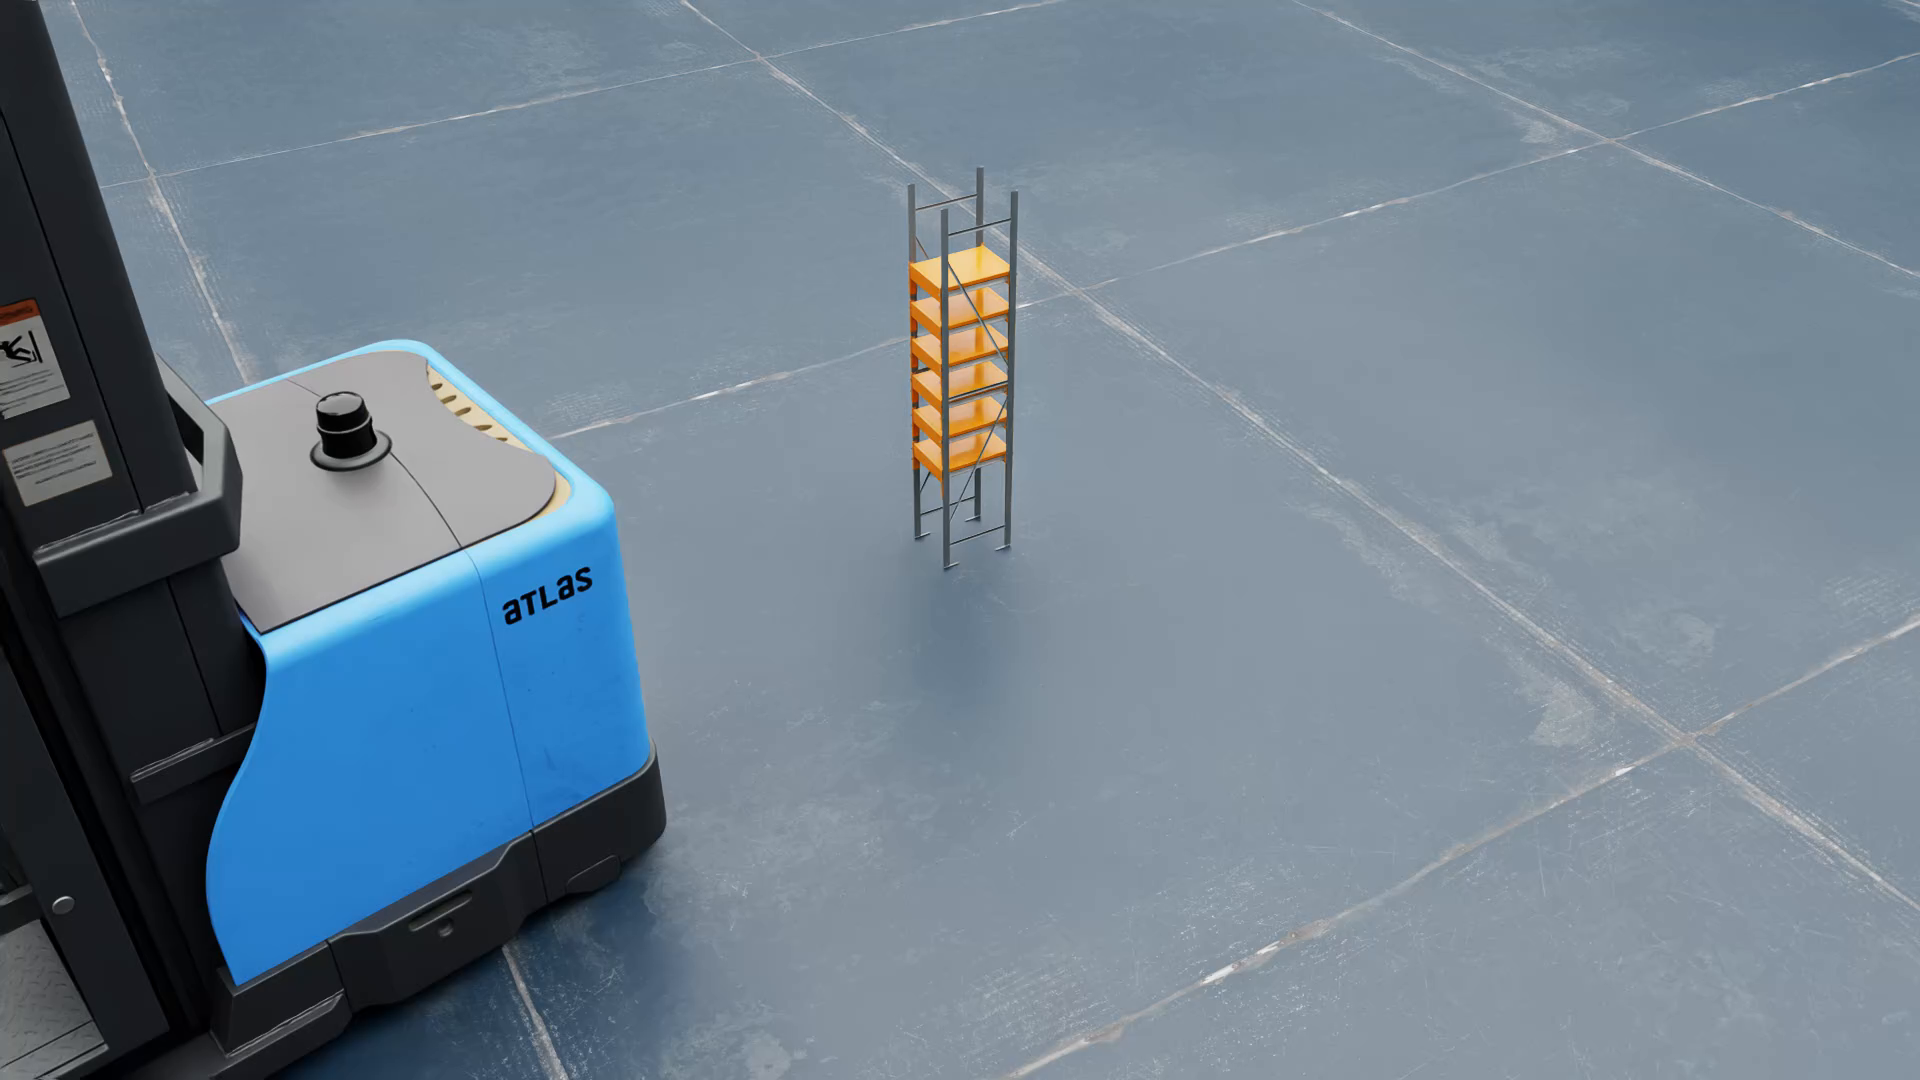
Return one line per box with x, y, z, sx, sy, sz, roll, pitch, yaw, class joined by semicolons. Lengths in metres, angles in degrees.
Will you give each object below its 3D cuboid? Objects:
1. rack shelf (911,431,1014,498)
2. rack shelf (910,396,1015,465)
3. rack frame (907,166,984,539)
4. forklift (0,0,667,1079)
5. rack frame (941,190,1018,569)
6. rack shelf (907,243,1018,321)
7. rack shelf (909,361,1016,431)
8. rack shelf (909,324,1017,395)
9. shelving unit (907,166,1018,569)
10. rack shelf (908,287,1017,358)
0.007;-0.247;5.054;0.258;0.103;0.180;-19;40;-24;rack shelf
0.007;-0.344;4.983;0.258;0.103;0.180;-19;40;-24;rack shelf
-0.039;-0.524;4.950;0.240;1.200;0.006;-19;40;-24;rack frame
-2.179;-0.057;2.843;3.031;2.935;1.130;-27;44;-32;forklift
0.053;-0.430;4.822;0.240;1.200;0.006;-19;40;-24;rack frame
0.007;-0.732;4.700;0.258;0.103;0.180;-19;40;-24;rack shelf
0.007;-0.441;4.912;0.258;0.103;0.180;-19;40;-24;rack shelf
0.007;-0.538;4.841;0.258;0.103;0.180;-19;40;-24;rack shelf
0.007;-0.477;4.886;0.258;1.200;0.189;-19;40;-24;shelving unit
0.007;-0.635;4.771;0.258;0.103;0.180;-19;40;-24;rack shelf
